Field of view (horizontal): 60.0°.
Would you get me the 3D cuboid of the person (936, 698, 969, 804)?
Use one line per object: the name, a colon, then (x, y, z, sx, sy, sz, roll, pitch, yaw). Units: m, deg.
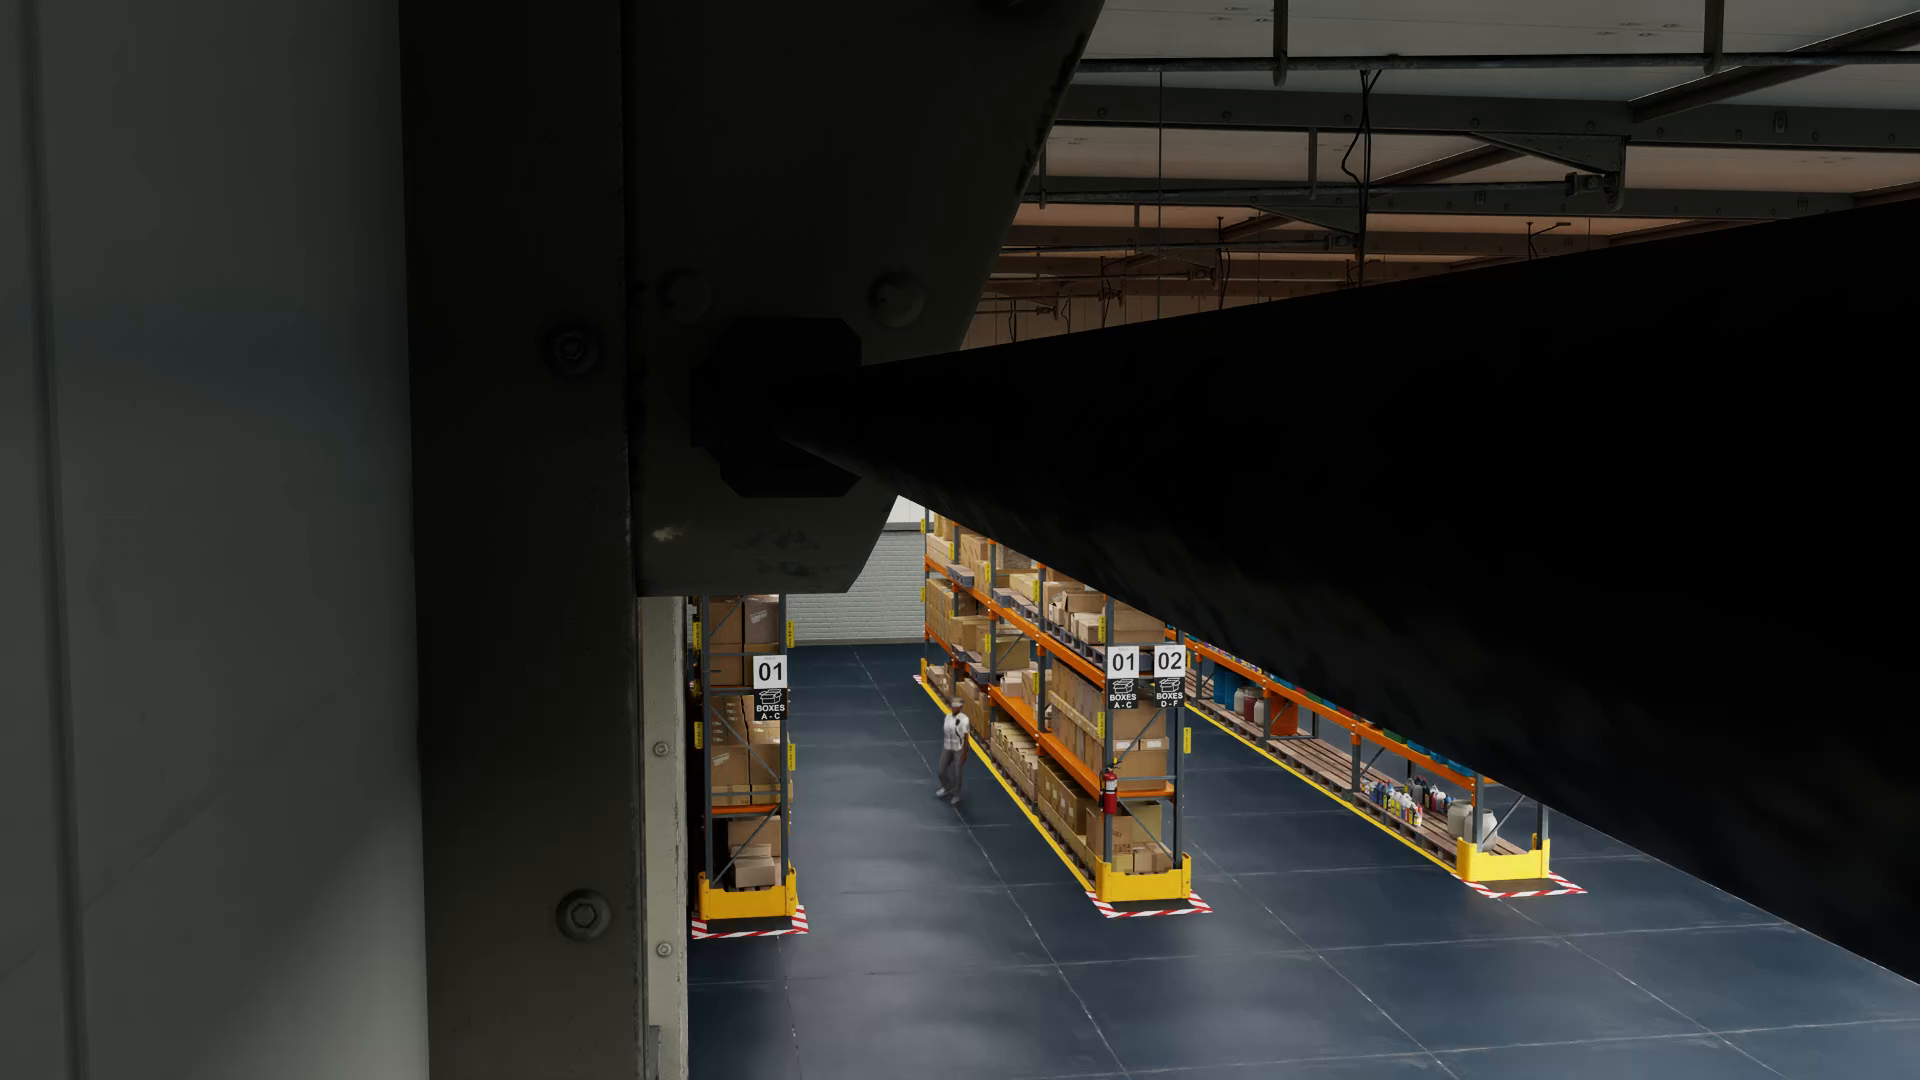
person: (-0.119, 3.249, 25.716, 0.614, 1.697, 0.475, 2, 6, 25)
